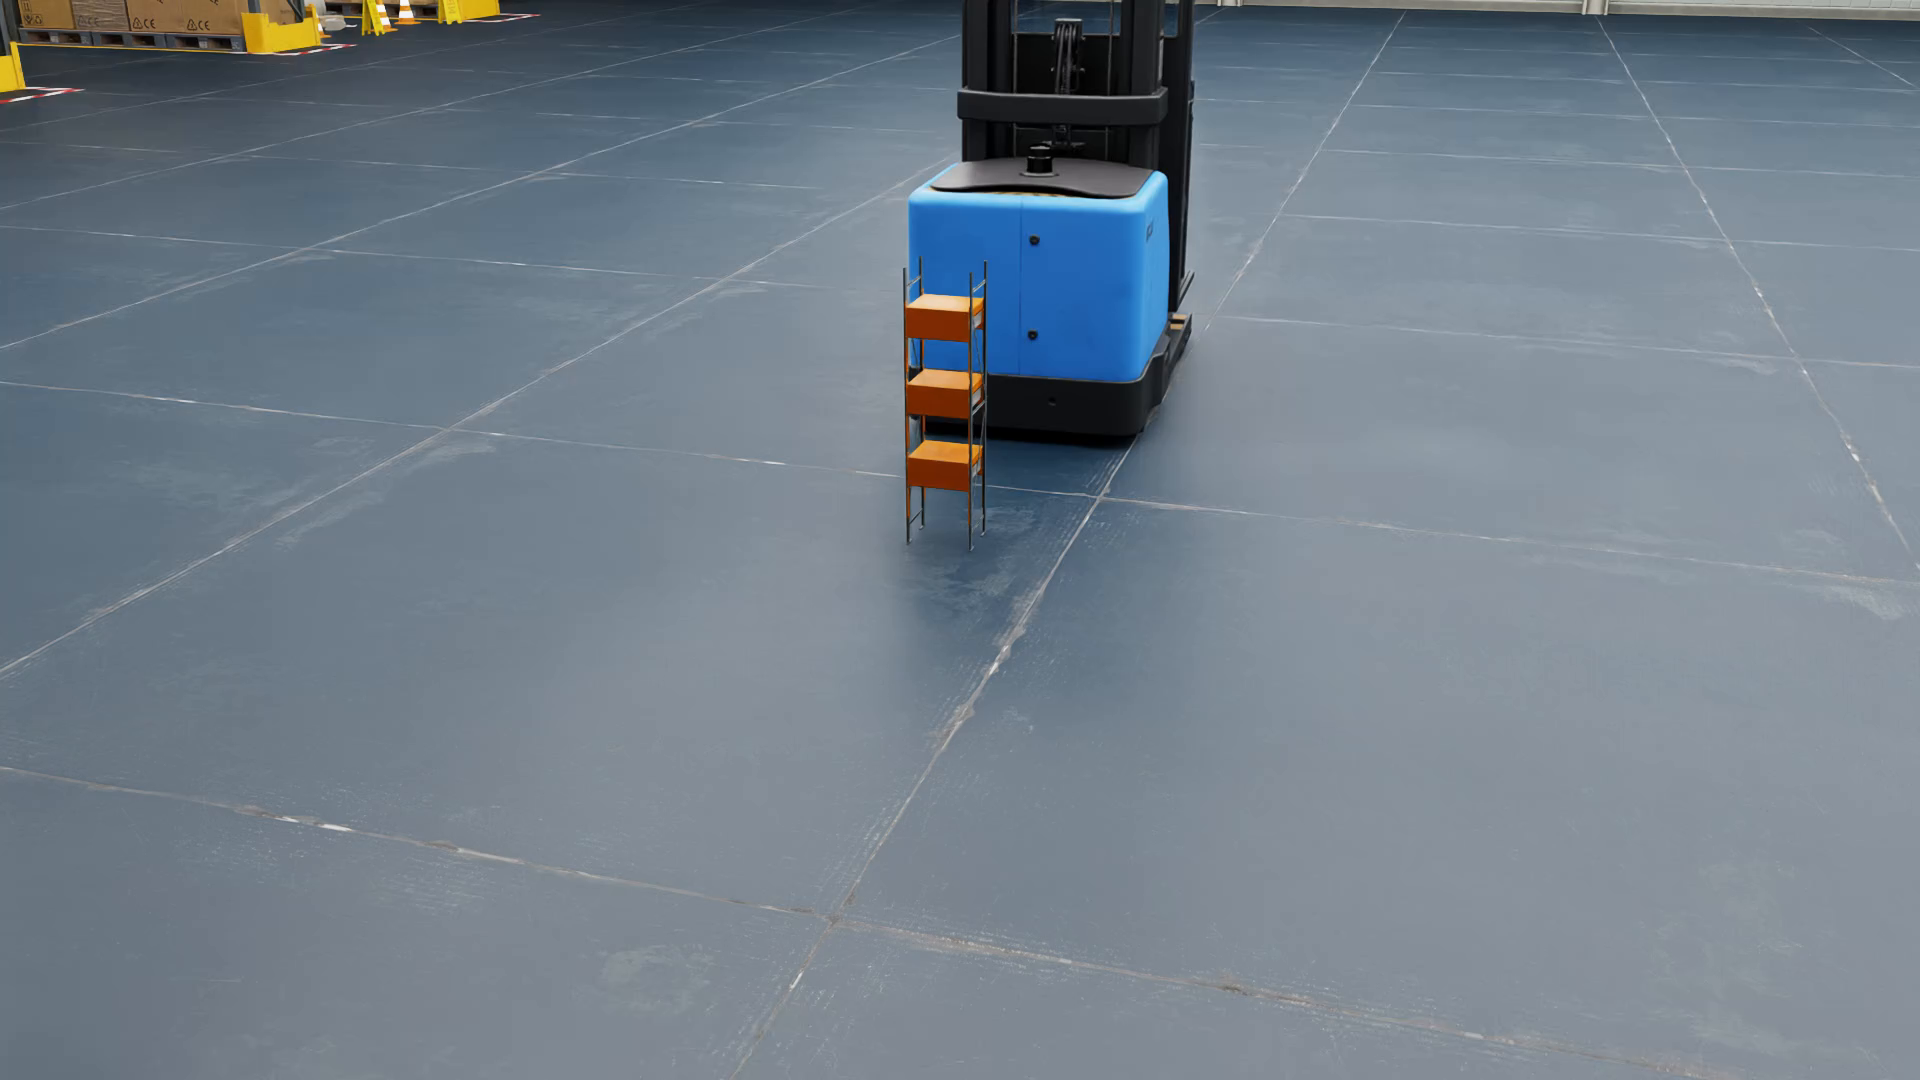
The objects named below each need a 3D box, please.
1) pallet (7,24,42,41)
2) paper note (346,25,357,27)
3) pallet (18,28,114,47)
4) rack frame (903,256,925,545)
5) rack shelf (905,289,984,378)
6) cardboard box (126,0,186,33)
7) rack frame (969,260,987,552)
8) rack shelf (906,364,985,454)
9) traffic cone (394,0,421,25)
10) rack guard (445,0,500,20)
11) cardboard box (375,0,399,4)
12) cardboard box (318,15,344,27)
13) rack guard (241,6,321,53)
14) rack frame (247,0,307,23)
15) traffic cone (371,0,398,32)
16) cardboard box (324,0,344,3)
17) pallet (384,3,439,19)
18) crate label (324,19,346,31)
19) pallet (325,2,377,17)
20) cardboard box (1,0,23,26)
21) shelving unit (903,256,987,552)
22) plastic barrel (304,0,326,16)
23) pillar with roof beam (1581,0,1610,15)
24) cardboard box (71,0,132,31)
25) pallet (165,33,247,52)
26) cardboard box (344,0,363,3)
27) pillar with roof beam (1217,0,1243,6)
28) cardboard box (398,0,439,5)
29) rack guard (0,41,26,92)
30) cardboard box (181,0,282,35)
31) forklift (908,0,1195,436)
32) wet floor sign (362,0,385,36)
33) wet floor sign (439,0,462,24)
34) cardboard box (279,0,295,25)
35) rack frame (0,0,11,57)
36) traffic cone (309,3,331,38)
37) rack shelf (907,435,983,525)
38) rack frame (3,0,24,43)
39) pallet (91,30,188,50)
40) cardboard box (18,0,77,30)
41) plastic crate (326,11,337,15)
[{"bbox_3d":[-13.722,-7.226,23.609,1.213,0.211,1.003,7,23,16],"label":"pallet"},{"bbox_3d":[-9.279,-7.837,25.336,0.142,0.019,0.148,-1,22,-3],"label":"paper note"},{"bbox_3d":[-12.256,-7.057,23.197,1.213,0.211,1.003,7,23,15],"label":"pallet"},{"bbox_3d":[-0.168,-0.505,6.118,0.008,1.050,0.200,7,23,16],"label":"rack frame"},{"bbox_3d":[-0.051,-0.744,5.981,0.240,0.259,0.215,7,23,16],"label":"rack shelf"},{"bbox_3d":[-10.643,-7.378,22.551,0.875,0.875,0.875,6,23,15],"label":"cardboard box"},{"bbox_3d":[0.066,-0.478,6.052,0.008,1.050,0.200,7,23,16],"label":"rack frame"},{"bbox_3d":[-0.051,-0.482,6.089,0.240,0.259,0.215,7,23,16],"label":"rack shelf"},{"bbox_3d":[-8.583,-8.235,25.737,0.334,0.463,0.336,7,23,16],"label":"traffic cone"},{"bbox_3d":[-7.871,-8.682,26.778,0.348,0.500,1.175,7,23,16],"label":"rack guard"},{"bbox_3d":[-9.144,-8.803,26.848,0.500,0.250,0.500,7,23,16],"label":"cardboard box"},{"bbox_3d":[-9.636,-7.921,25.385,0.380,0.149,0.250,-20,29,-39],"label":"cardboard box"},{"bbox_3d":[-9.109,-6.862,22.339,0.348,0.500,1.175,7,23,16],"label":"rack guard"},{"bbox_3d":[-9.132,-8.021,21.872,0.127,3.000,1.000,7,23,16],"label":"rack frame"},{"bbox_3d":[-8.578,-7.795,24.663,0.334,0.463,0.336,7,23,16],"label":"traffic cone"},{"bbox_3d":[-10.118,-8.917,27.125,0.500,0.250,0.500,6,23,15],"label":"cardboard box"},{"bbox_3d":[-8.639,-8.651,27.081,1.213,0.211,1.003,7,23,16],"label":"pallet"},{"bbox_3d":[-9.349,-7.708,24.880,0.298,0.136,0.250,-5,23,-12],"label":"crate label"},{"bbox_3d":[-9.803,-8.785,27.409,1.213,0.211,1.003,7,23,16],"label":"pallet"},{"bbox_3d":[-13.581,-7.648,23.374,0.750,0.750,1.050,6,23,15],"label":"cardboard box"},{"bbox_3d":[-0.051,-0.492,6.085,0.252,1.050,0.215,7,23,16],"label":"shelving unit"},{"bbox_3d":[-10.213,-8.315,25.983,0.512,0.421,0.421,-14,26,-30],"label":"plastic barrel"},{"bbox_3d":[9.215,-11.276,21.903,0.400,9.000,9.100,7,23,16],"label":"pillar with roof beam"},{"bbox_3d":[-11.515,-7.479,22.796,0.875,0.875,0.875,7,23,16],"label":"cardboard box"},{"bbox_3d":[-9.920,-6.790,22.545,1.213,0.211,1.003,7,23,15],"label":"pallet"},{"bbox_3d":[-9.646,-8.858,26.983,0.500,0.250,0.500,6,23,14],"label":"cardboard box"},{"bbox_3d":[3.470,-11.934,23.506,0.400,9.000,9.100,7,23,16],"label":"pillar with roof beam"},{"bbox_3d":[-8.673,-8.746,26.709,0.500,0.250,0.500,6,23,15],"label":"cardboard box"},{"bbox_3d":[-10.734,-5.082,18.000,0.348,0.500,1.175,7,23,16],"label":"rack guard"},{"bbox_3d":[-9.800,-7.283,22.318,0.875,0.875,0.875,7,23,16],"label":"cardboard box"},{"bbox_3d":[0.606,-2.334,8.098,1.130,2.935,3.031,5,23,12],"label":"forklift"},{"bbox_3d":[-8.532,-7.648,24.064,0.232,0.644,0.267,3,22,6],"label":"wet floor sign"},{"bbox_3d":[-7.926,-8.332,25.731,0.232,0.644,0.267,16,27,34],"label":"wet floor sign"},{"bbox_3d":[-10.211,-7.948,24.984,0.637,0.503,0.797,-9,24,-21],"label":"cardboard box"},{"bbox_3d":[-10.661,-6.230,17.505,0.127,3.000,1.000,7,23,16],"label":"rack frame"},{"bbox_3d":[-9.230,-7.421,23.753,0.334,0.463,0.336,7,23,16],"label":"traffic cone"},{"bbox_3d":[-0.051,-0.225,6.195,0.240,0.259,0.215,7,23,16],"label":"rack shelf"},{"bbox_3d":[-12.961,-8.459,22.940,0.127,3.000,1.000,7,23,16],"label":"rack frame"},{"bbox_3d":[-11.084,-6.924,22.873,1.213,0.211,1.003,7,23,15],"label":"pallet"},{"bbox_3d":[-12.379,-7.576,23.034,0.875,0.875,0.875,7,23,16],"label":"cardboard box"},{"bbox_3d":[-10.362,-8.448,26.760,0.583,0.080,0.402,-1,22,-3],"label":"plastic crate"}]
